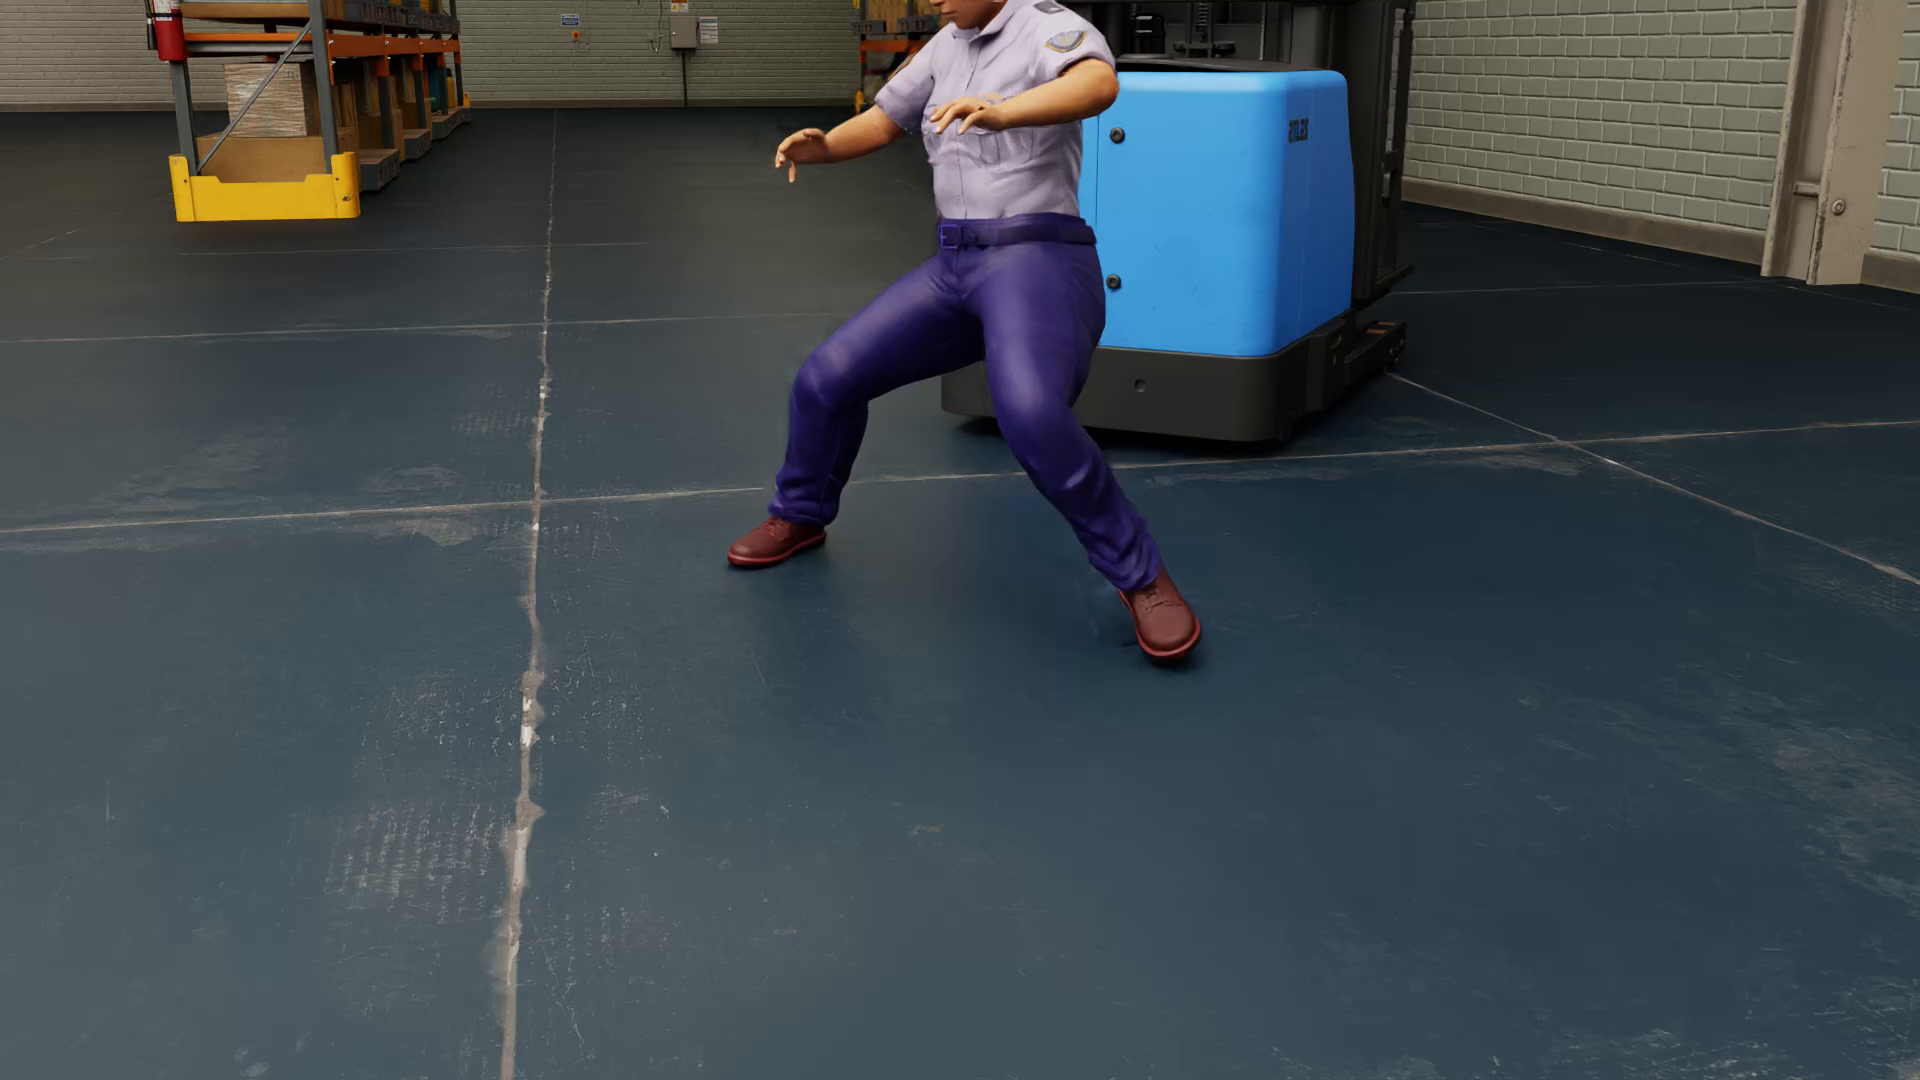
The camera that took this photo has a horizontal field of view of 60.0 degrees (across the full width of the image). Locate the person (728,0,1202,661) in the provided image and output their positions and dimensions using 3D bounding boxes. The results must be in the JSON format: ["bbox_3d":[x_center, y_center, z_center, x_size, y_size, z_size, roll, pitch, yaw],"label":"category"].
[{"bbox_3d":[-0.009,-0.555,3.371,0.625,1.430,1.205,-10,19,-31],"label":"person"}]

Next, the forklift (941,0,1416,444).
[{"bbox_3d":[1.026,-2.056,5.793,1.130,2.935,3.031,8,18,24],"label":"forklift"}]
